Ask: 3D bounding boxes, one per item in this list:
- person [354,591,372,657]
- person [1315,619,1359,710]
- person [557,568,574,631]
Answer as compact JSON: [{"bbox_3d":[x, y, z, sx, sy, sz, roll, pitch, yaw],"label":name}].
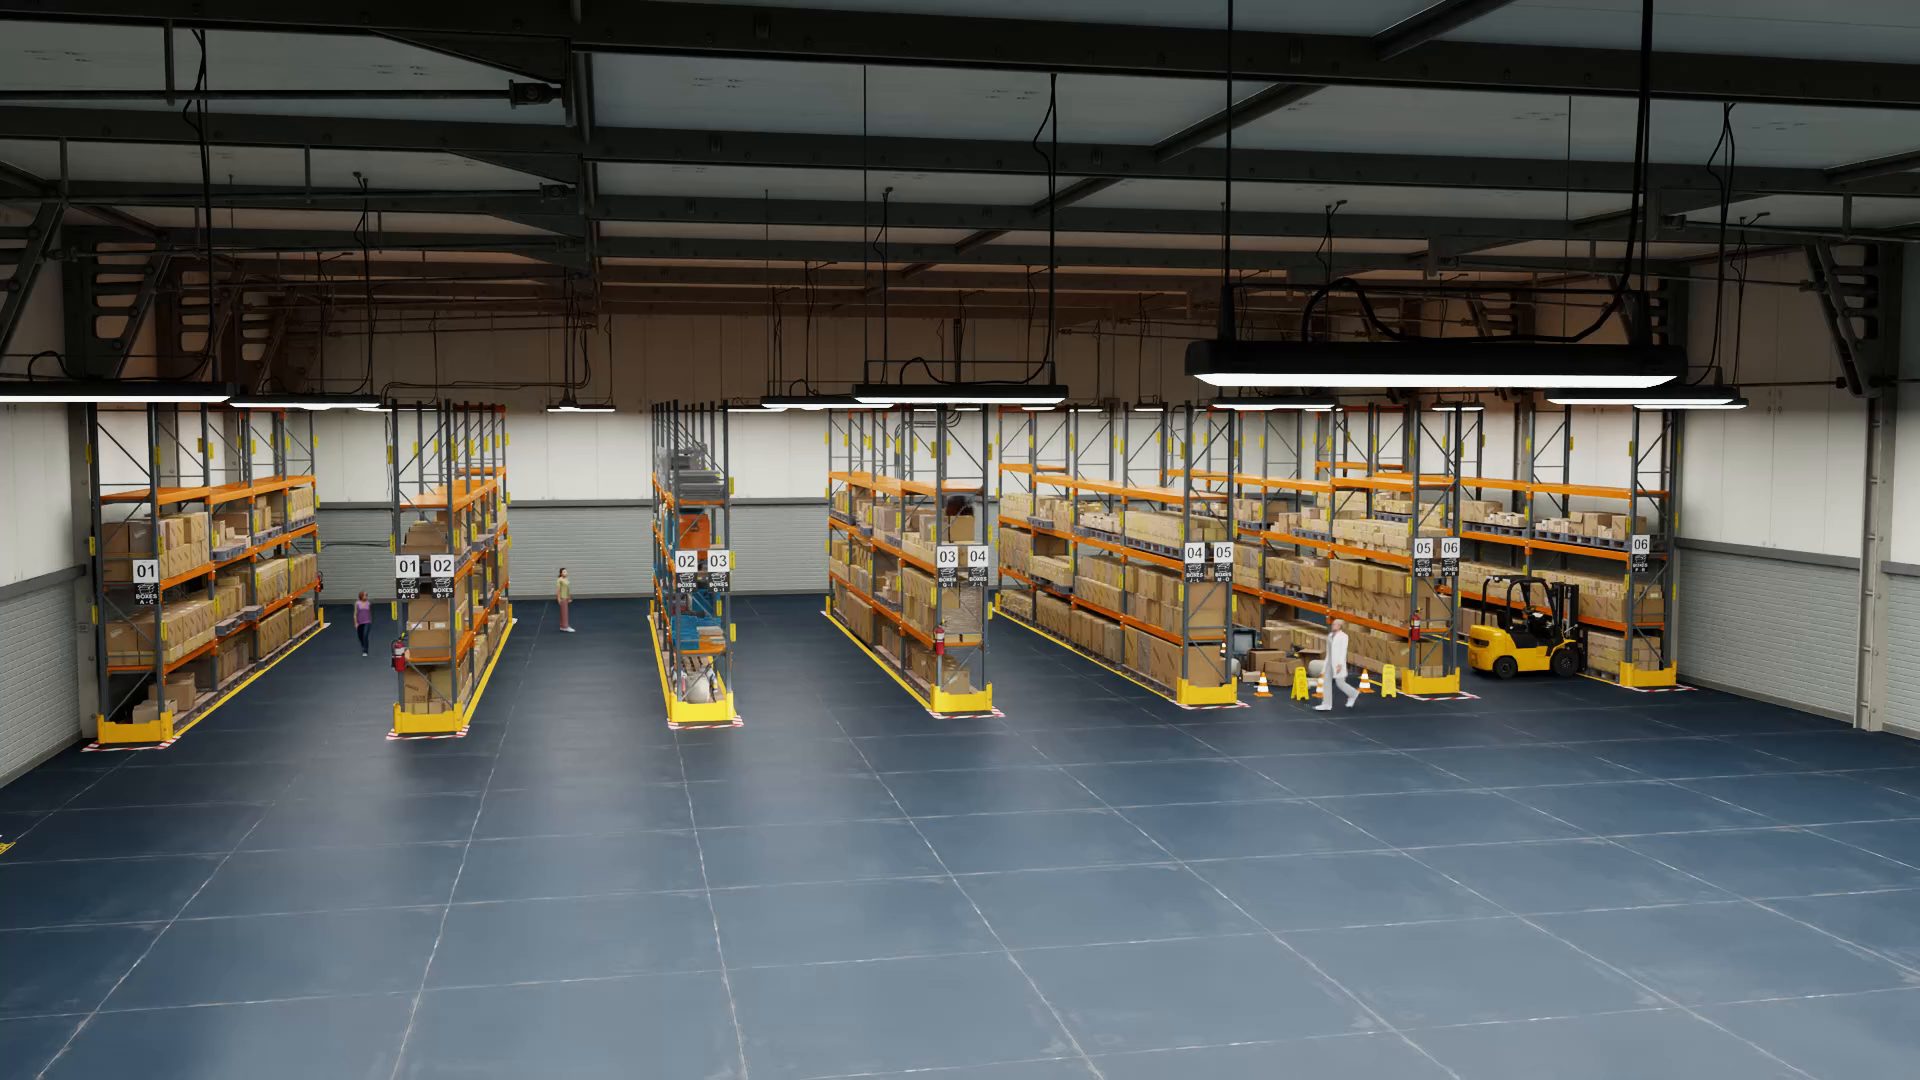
[{"bbox_3d":[-14.141,1.971,39.424,0.388,1.551,0.865,-1,4,-7],"label":"person"},{"bbox_3d":[7.309,2.408,32.223,0.910,1.762,0.559,-3,5,-35],"label":"person"},{"bbox_3d":[-10.448,1.570,44.167,0.451,1.674,0.503,0,4,4],"label":"person"}]
